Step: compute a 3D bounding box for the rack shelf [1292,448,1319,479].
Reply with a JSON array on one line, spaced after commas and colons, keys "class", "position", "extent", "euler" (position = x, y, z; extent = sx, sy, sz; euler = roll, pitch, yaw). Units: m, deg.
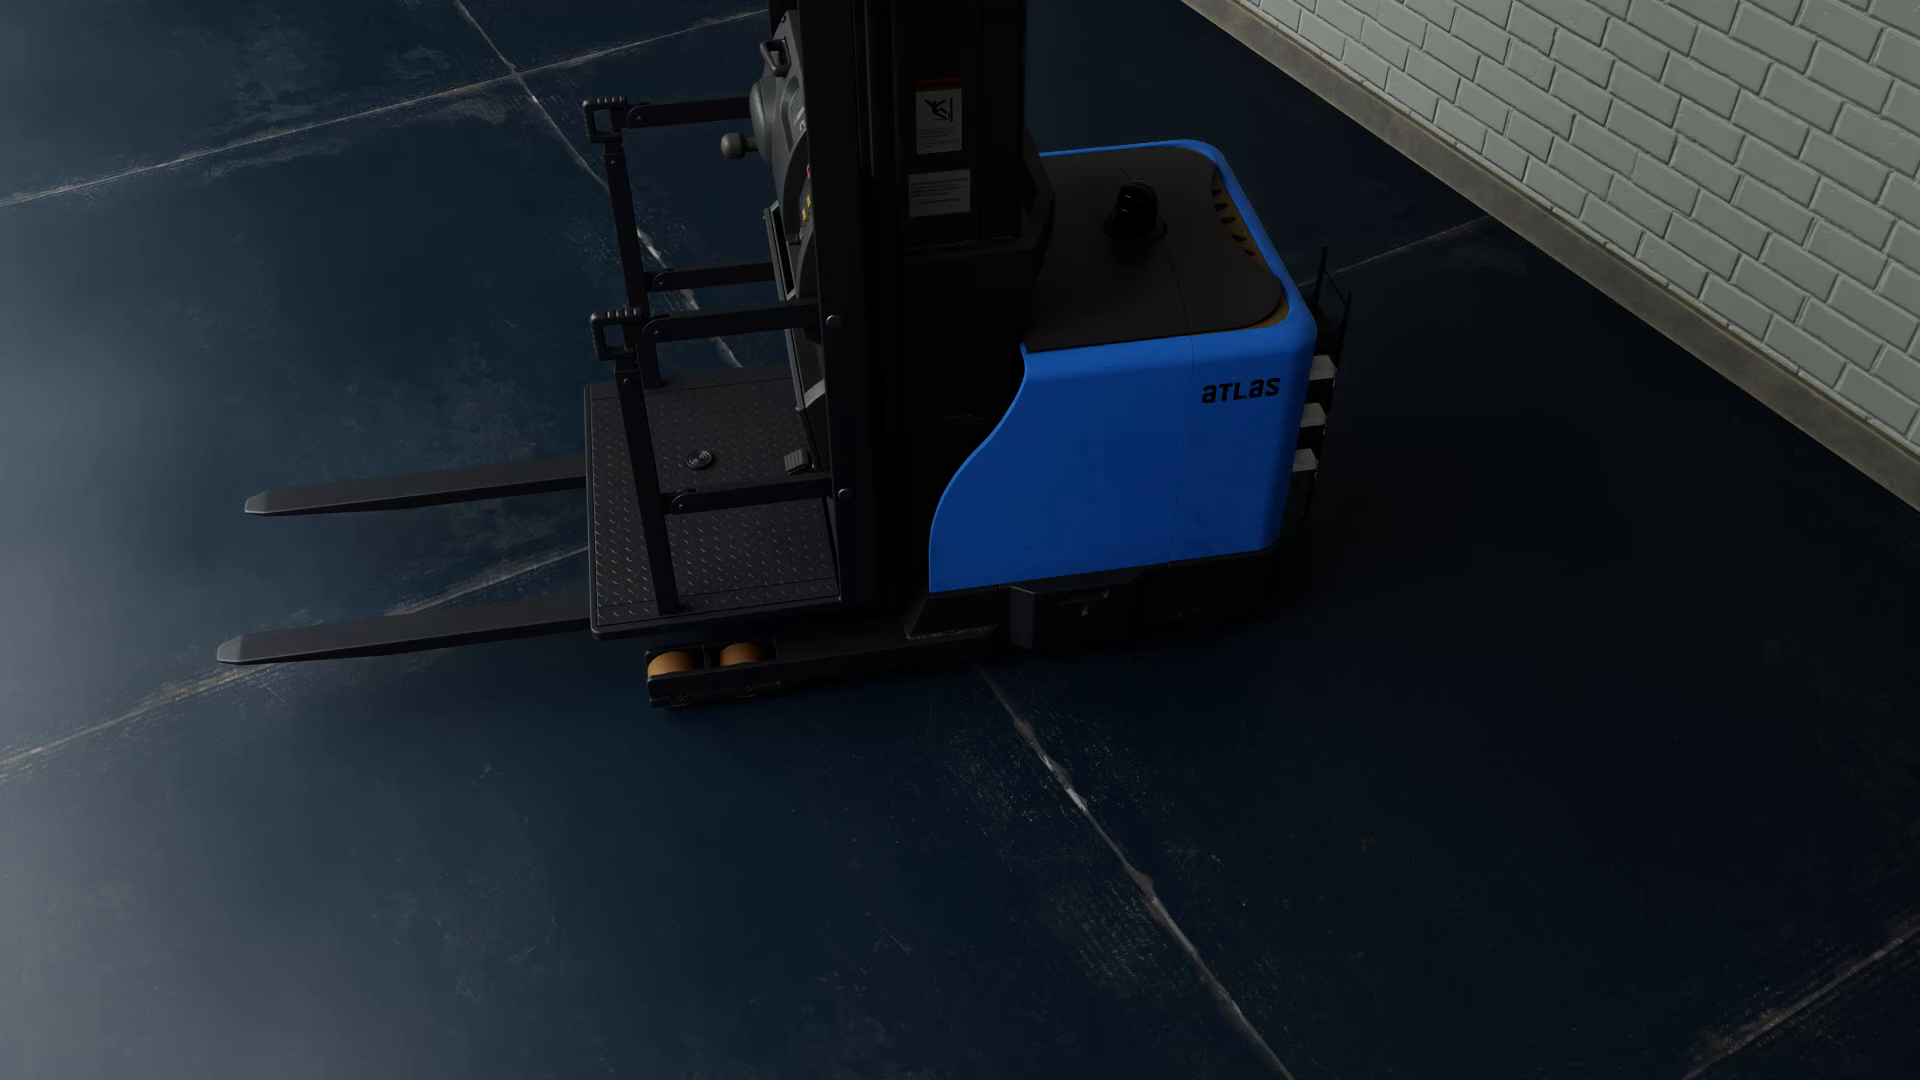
[{"class": "rack shelf", "position": [0.983, -0.289, 5.208], "extent": [0.200, 0.077, 0.258], "euler": [-7, 45, -7]}]

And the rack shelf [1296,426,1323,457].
[{"class": "rack shelf", "position": [0.983, -0.354, 5.145], "extent": [0.200, 0.077, 0.258], "euler": [-7, 45, -7]}]

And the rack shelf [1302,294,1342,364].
[{"class": "rack shelf", "position": [0.983, -0.612, 4.895], "extent": [0.200, 0.077, 0.258], "euler": [-7, 45, -7]}]

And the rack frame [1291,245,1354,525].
[{"class": "rack frame", "position": [1.083, -0.455, 5.073], "extent": [0.006, 0.900, 0.240], "euler": [-7, 45, -7]}]

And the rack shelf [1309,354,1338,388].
[{"class": "rack shelf", "position": [0.983, -0.548, 4.957], "extent": [0.200, 0.077, 0.258], "euler": [-7, 45, -7]}]

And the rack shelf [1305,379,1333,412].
[{"class": "rack shelf", "position": [0.983, -0.483, 5.020], "extent": [0.200, 0.077, 0.258], "euler": [-7, 45, -7]}]

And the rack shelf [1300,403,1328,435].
[{"class": "rack shelf", "position": [0.983, -0.418, 5.083], "extent": [0.200, 0.077, 0.258], "euler": [-7, 45, -7]}]

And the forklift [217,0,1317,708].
[{"class": "forklift", "position": [-0.621, -0.974, 4.149], "extent": [3.031, 2.935, 1.130], "euler": [-7, 45, -7]}]

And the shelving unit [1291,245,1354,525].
[{"class": "shelving unit", "position": [0.983, -0.442, 5.060], "extent": [0.210, 0.900, 0.258], "euler": [-7, 45, -7]}]
